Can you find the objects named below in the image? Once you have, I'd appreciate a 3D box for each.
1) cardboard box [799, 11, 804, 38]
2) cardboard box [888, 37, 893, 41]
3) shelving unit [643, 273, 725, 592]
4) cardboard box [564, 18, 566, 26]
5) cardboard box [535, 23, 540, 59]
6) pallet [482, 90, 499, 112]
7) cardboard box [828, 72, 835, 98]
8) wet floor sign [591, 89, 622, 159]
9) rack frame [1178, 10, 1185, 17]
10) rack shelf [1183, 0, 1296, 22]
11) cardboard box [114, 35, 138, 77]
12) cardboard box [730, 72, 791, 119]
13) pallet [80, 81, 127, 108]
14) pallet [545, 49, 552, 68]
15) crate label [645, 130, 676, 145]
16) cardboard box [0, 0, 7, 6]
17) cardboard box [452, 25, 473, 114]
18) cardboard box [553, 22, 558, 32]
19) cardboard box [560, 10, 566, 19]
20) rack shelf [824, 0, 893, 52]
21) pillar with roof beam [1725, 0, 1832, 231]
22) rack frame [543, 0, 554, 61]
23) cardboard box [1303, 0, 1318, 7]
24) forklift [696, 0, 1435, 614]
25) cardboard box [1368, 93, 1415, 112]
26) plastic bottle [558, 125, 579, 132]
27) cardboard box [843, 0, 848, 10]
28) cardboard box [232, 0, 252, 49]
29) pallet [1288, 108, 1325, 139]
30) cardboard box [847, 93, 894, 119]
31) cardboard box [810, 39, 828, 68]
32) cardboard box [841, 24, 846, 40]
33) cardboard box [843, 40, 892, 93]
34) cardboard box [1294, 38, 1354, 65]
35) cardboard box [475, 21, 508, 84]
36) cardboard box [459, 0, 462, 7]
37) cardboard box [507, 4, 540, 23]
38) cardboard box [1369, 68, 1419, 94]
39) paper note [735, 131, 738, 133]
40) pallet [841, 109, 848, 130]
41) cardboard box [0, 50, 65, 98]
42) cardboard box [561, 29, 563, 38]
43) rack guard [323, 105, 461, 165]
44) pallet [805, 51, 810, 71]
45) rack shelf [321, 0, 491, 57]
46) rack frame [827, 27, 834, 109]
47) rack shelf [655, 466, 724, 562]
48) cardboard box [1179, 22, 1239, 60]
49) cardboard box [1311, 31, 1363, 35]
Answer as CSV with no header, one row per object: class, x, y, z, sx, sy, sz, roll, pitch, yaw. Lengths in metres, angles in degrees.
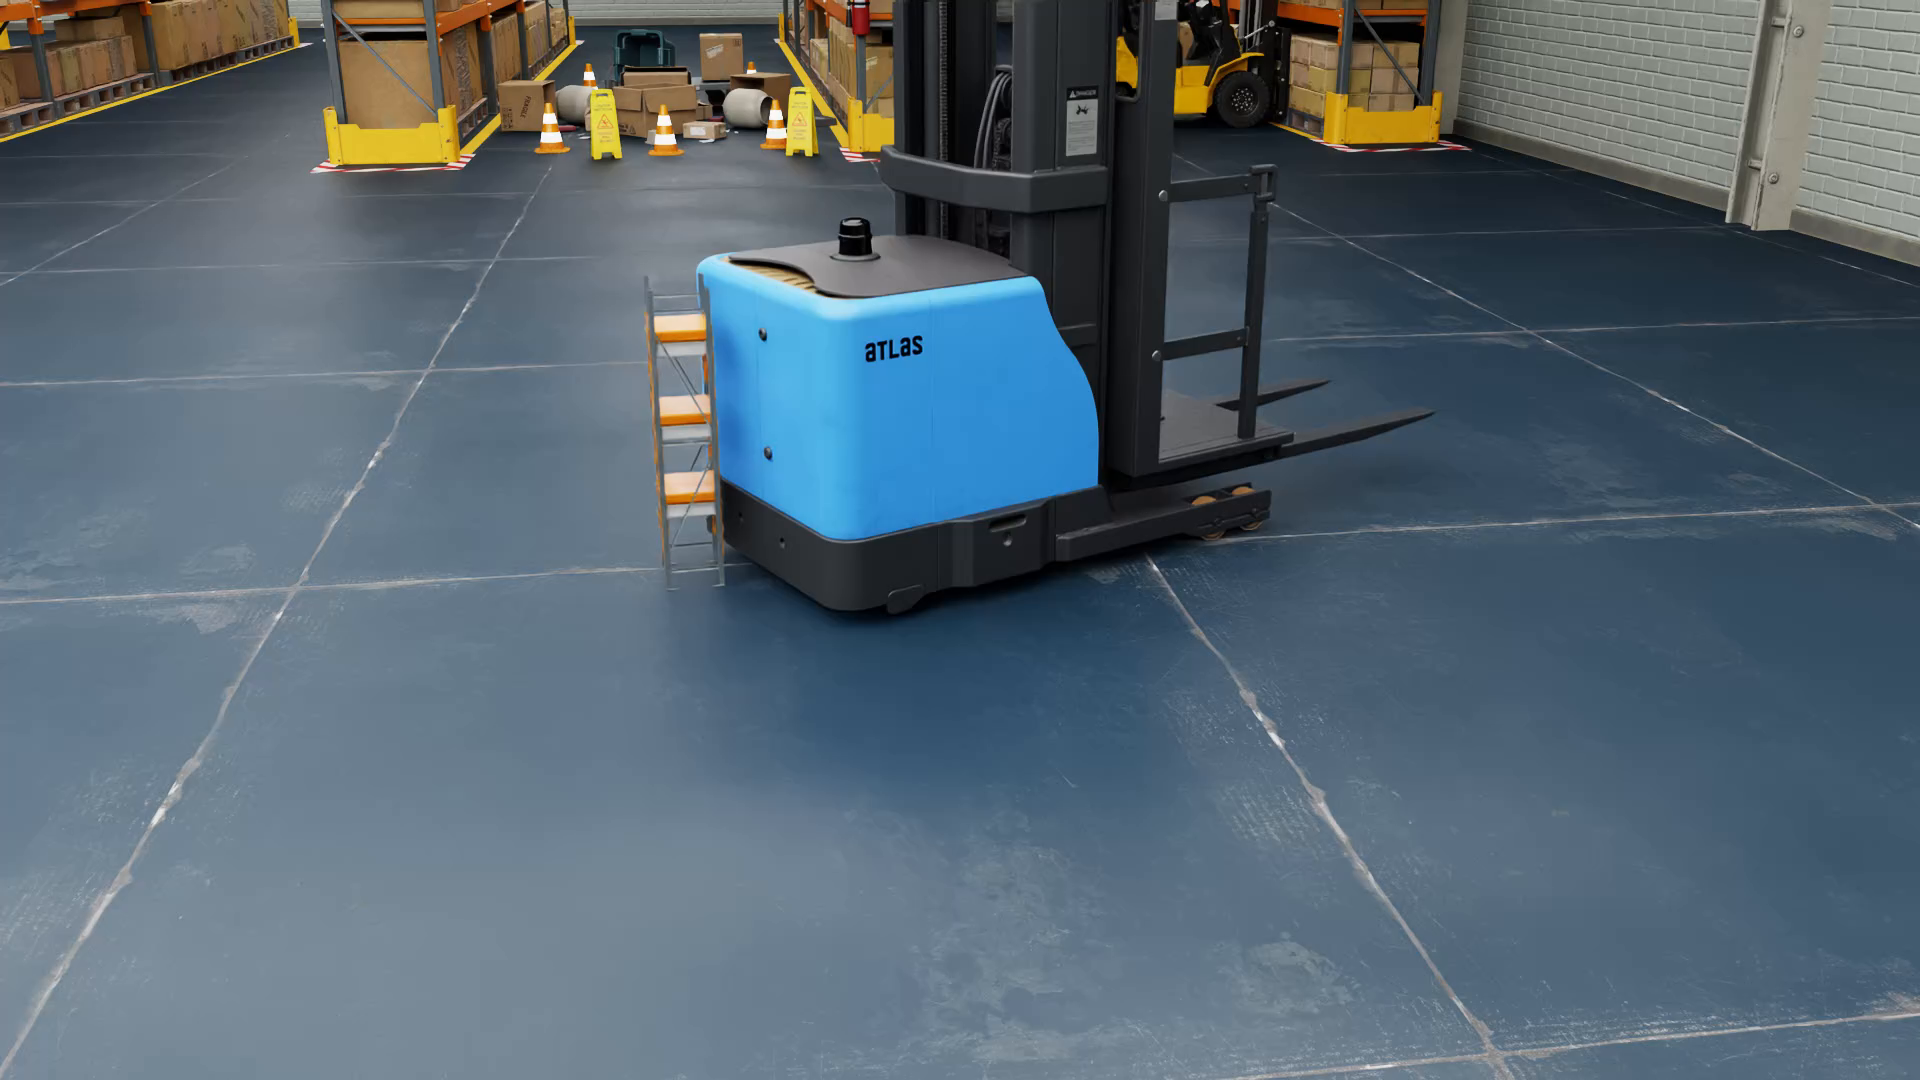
cardboard box,-2.365,-9.011,29.117,0.875,0.438,0.875,-4,21,-9
cardboard box,-0.512,-5.243,18.225,0.500,0.500,0.500,-3,21,-7
shelving unit,-0.942,-0.364,5.691,0.215,1.050,0.252,-5,21,-12
cardboard box,-7.353,-9.414,30.184,0.380,0.149,0.250,-3,21,-9
cardboard box,-6.562,-7.447,24.840,0.500,0.500,0.500,-3,21,-9
pallet,-6.168,-5.384,20.331,1.003,0.211,1.213,-3,21,-8
cardboard box,-1.280,-5.403,19.724,0.500,0.250,0.500,-4,21,-10
wet floor sign,-3.442,-4.029,16.082,0.267,0.644,0.232,-7,21,-17
rack frame,3.237,-8.348,24.281,1.000,3.000,0.127,-3,21,-8
rack shelf,3.525,-7.319,22.553,1.077,0.370,4.000,-3,21,-8
cardboard box,-11.365,-6.401,22.011,0.700,0.500,0.500,-4,21,-11
cardboard box,-2.290,-5.102,19.160,0.500,0.500,0.500,12,24,29
pallet,-11.197,-5.599,20.904,1.003,0.211,1.213,-3,21,-8
pallet,-7.021,-7.621,26.320,1.003,0.211,1.213,-3,21,-8
crate label,-3.084,-4.165,17.172,0.250,0.136,0.298,-15,25,-35
cardboard box,-10.433,-5.777,17.756,0.380,0.149,0.250,-3,21,-8
cardboard box,-5.827,-5.095,18.008,0.875,0.875,0.875,-3,21,-7
cardboard box,-7.093,-8.786,28.501,0.380,0.149,0.250,-3,21,-8
cardboard box,-7.242,-9.378,29.663,0.380,0.149,0.250,-3,21,-9
rack shelf,-0.810,-5.682,18.171,1.077,0.370,4.000,-3,21,-8
pillar with roof beam,1.786,-6.381,10.439,9.100,9.000,0.400,-3,21,-8
rack frame,-7.135,-9.197,26.554,1.000,3.000,0.127,-3,21,-8
cardboard box,3.994,-5.963,17.751,0.500,0.500,0.500,-2,21,-6
forklift,0.573,-1.509,6.066,3.031,2.935,1.130,-13,24,-32
cardboard box,4.513,-4.667,17.755,0.500,0.250,0.500,-3,21,-8
plastic bottle,-4.314,-4.499,18.175,0.283,0.061,0.133,-11,23,-26
cardboard box,-1.016,-5.588,17.248,0.380,0.149,0.250,-3,21,-7
cardboard box,-12.074,-8.416,26.898,0.875,0.875,0.875,-3,21,-8
pallet,4.238,-4.535,18.056,1.003,0.211,1.213,-3,21,-8
cardboard box,-0.908,-4.510,17.334,0.500,0.250,0.500,-3,21,-8
cardboard box,-1.603,-6.866,23.469,0.950,0.372,0.625,-4,21,-11
cardboard box,-1.084,-5.457,17.871,0.380,0.149,0.250,-2,21,-5
cardboard box,-0.974,-5.032,17.659,0.500,0.500,0.500,-2,21,-6
cardboard box,3.935,-5.276,17.955,0.500,0.250,0.500,-3,21,-7
cardboard box,-6.296,-6.115,20.916,1.050,0.750,0.750,-3,21,-8
cardboard box,-5.678,-5.810,17.270,0.875,0.550,0.500,-3,21,-8
cardboard box,-6.626,-7.968,25.164,0.500,0.250,0.500,-4,21,-10
cardboard box,4.528,-4.895,17.649,0.500,0.250,0.500,-3,21,-7
paper note,-2.429,-4.430,18.064,0.032,0.001,0.123,-3,21,-8
pallet,-0.787,-4.752,18.636,1.003,0.211,1.213,-3,21,-8
cardboard box,-10.972,-5.461,19.494,0.700,0.500,0.500,-5,21,-12
cardboard box,-7.192,-8.922,29.291,0.380,0.149,0.250,-4,21,-10
rack guard,-5.402,-3.863,15.845,1.175,0.500,0.348,-3,21,-8
pallet,-1.886,-7.489,25.965,1.003,0.211,1.213,-3,21,-8
rack shelf,-5.693,-5.398,17.409,1.077,0.370,4.000,-3,21,-8
rack frame,-1.098,-6.712,19.900,1.000,3.000,0.127,-3,21,-8
rack shelf,-0.942,-0.094,5.792,0.215,0.259,0.240,-5,21,-12
cardboard box,3.512,-6.757,22.815,0.875,0.625,0.625,-4,21,-10
cardboard box,4.304,-5.656,18.973,0.500,0.250,0.500,-3,21,-9
